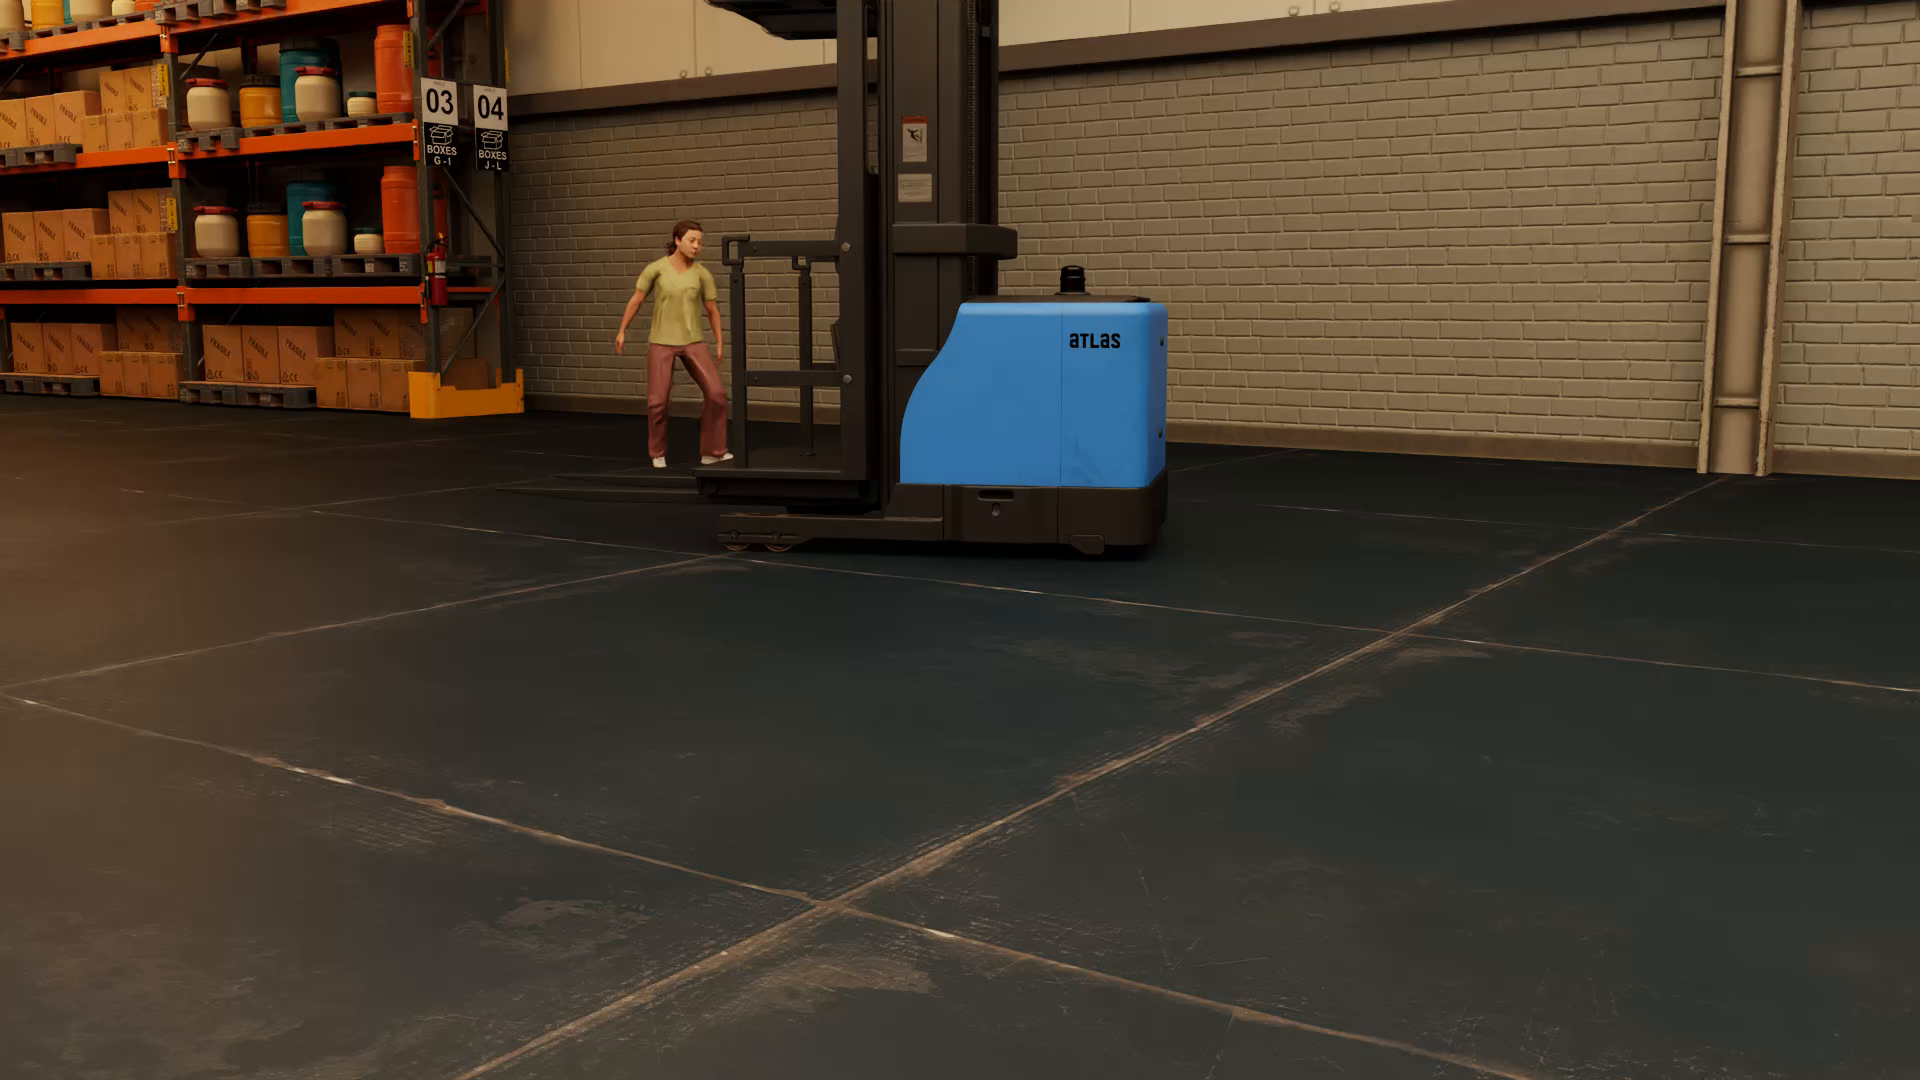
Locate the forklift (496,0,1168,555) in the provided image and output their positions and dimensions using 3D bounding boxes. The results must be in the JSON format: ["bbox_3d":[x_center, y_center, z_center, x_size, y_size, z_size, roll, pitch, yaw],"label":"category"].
[{"bbox_3d":[-0.596,-1.469,7.520,3.031,2.935,1.130,2,8,12],"label":"forklift"}]

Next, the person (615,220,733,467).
[{"bbox_3d":[-1.865,-1.278,10.992,0.813,1.648,0.442,-2,8,-13],"label":"person"}]
